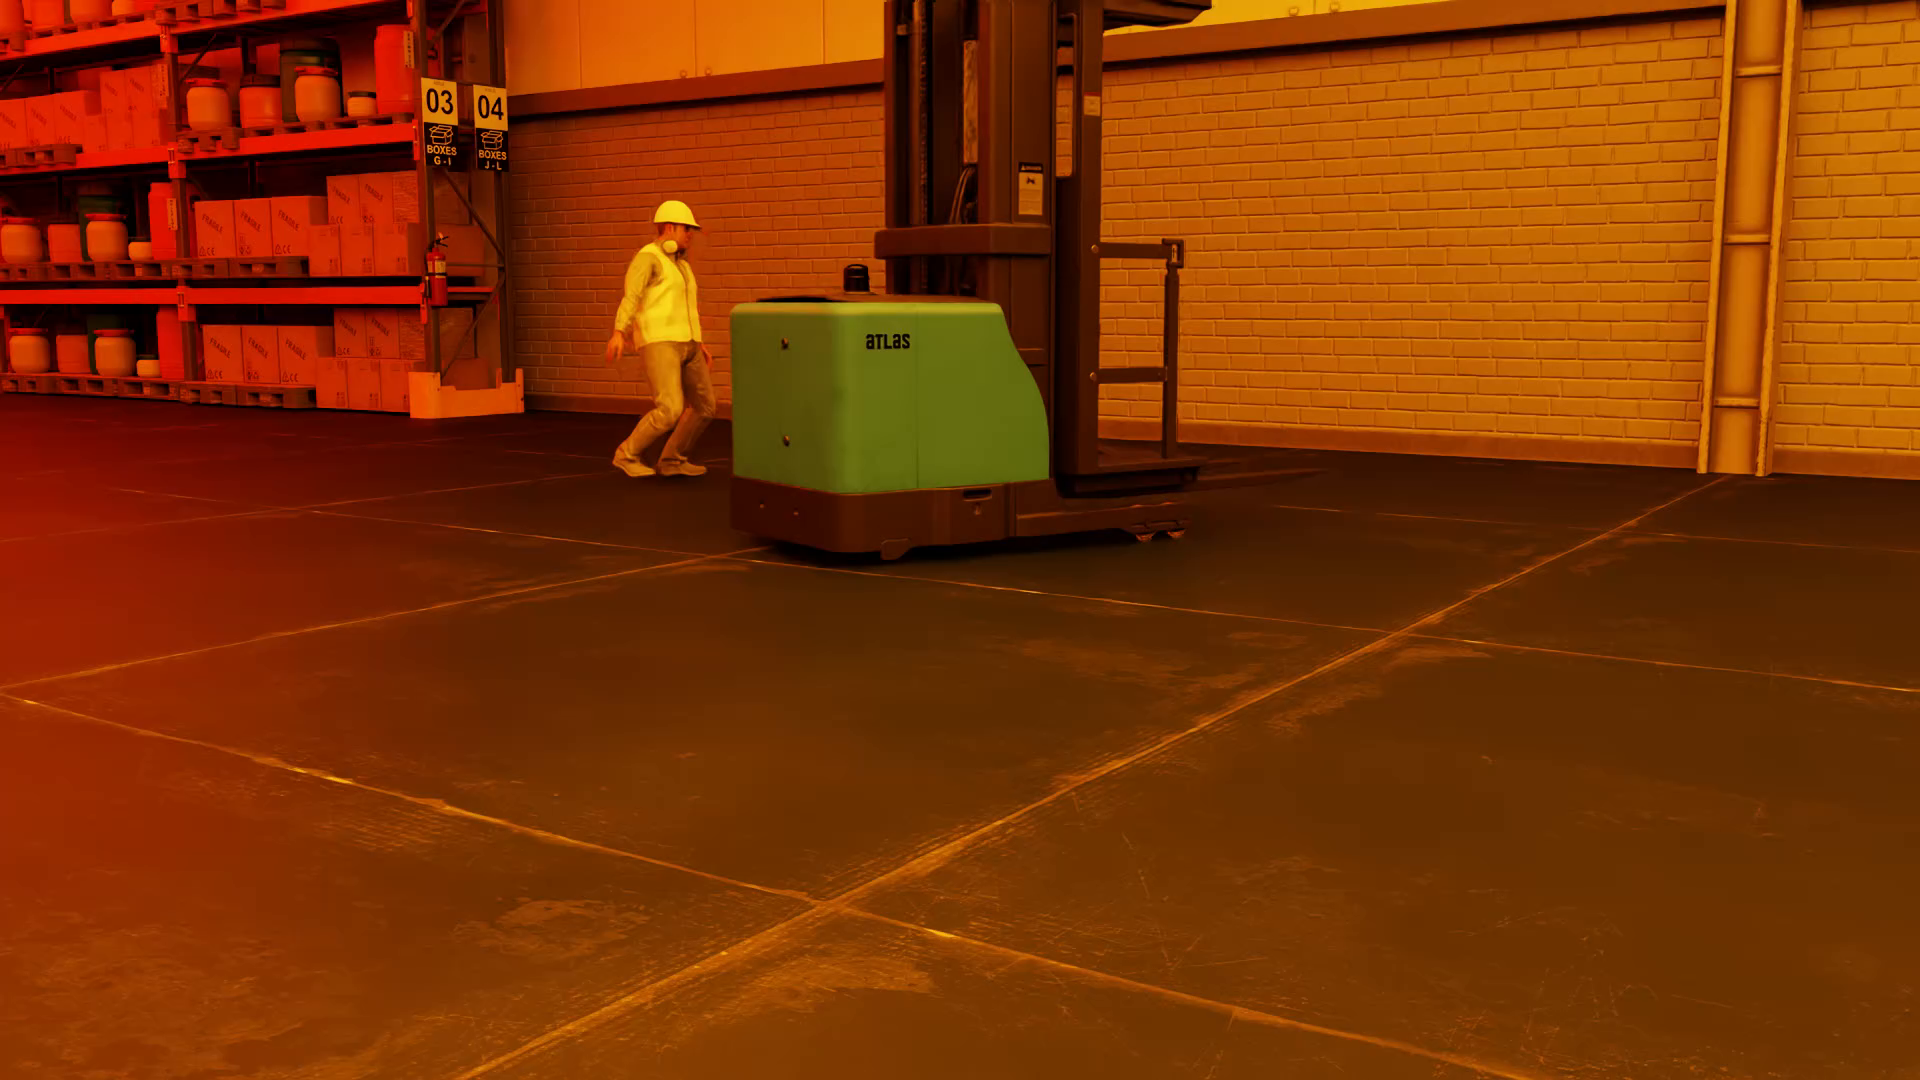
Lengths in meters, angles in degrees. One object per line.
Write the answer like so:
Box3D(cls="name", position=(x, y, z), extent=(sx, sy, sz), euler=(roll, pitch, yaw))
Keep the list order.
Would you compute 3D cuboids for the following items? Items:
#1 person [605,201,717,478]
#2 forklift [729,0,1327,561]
Box3D(cls="person", position=(-1.808, -1.198, 10.064), extent=(0.486, 1.689, 0.874), euler=(4, 9, 24))
Box3D(cls="forklift", position=(0.462, -1.504, 7.769), extent=(3.031, 2.935, 1.130), euler=(-6, 10, -35))
